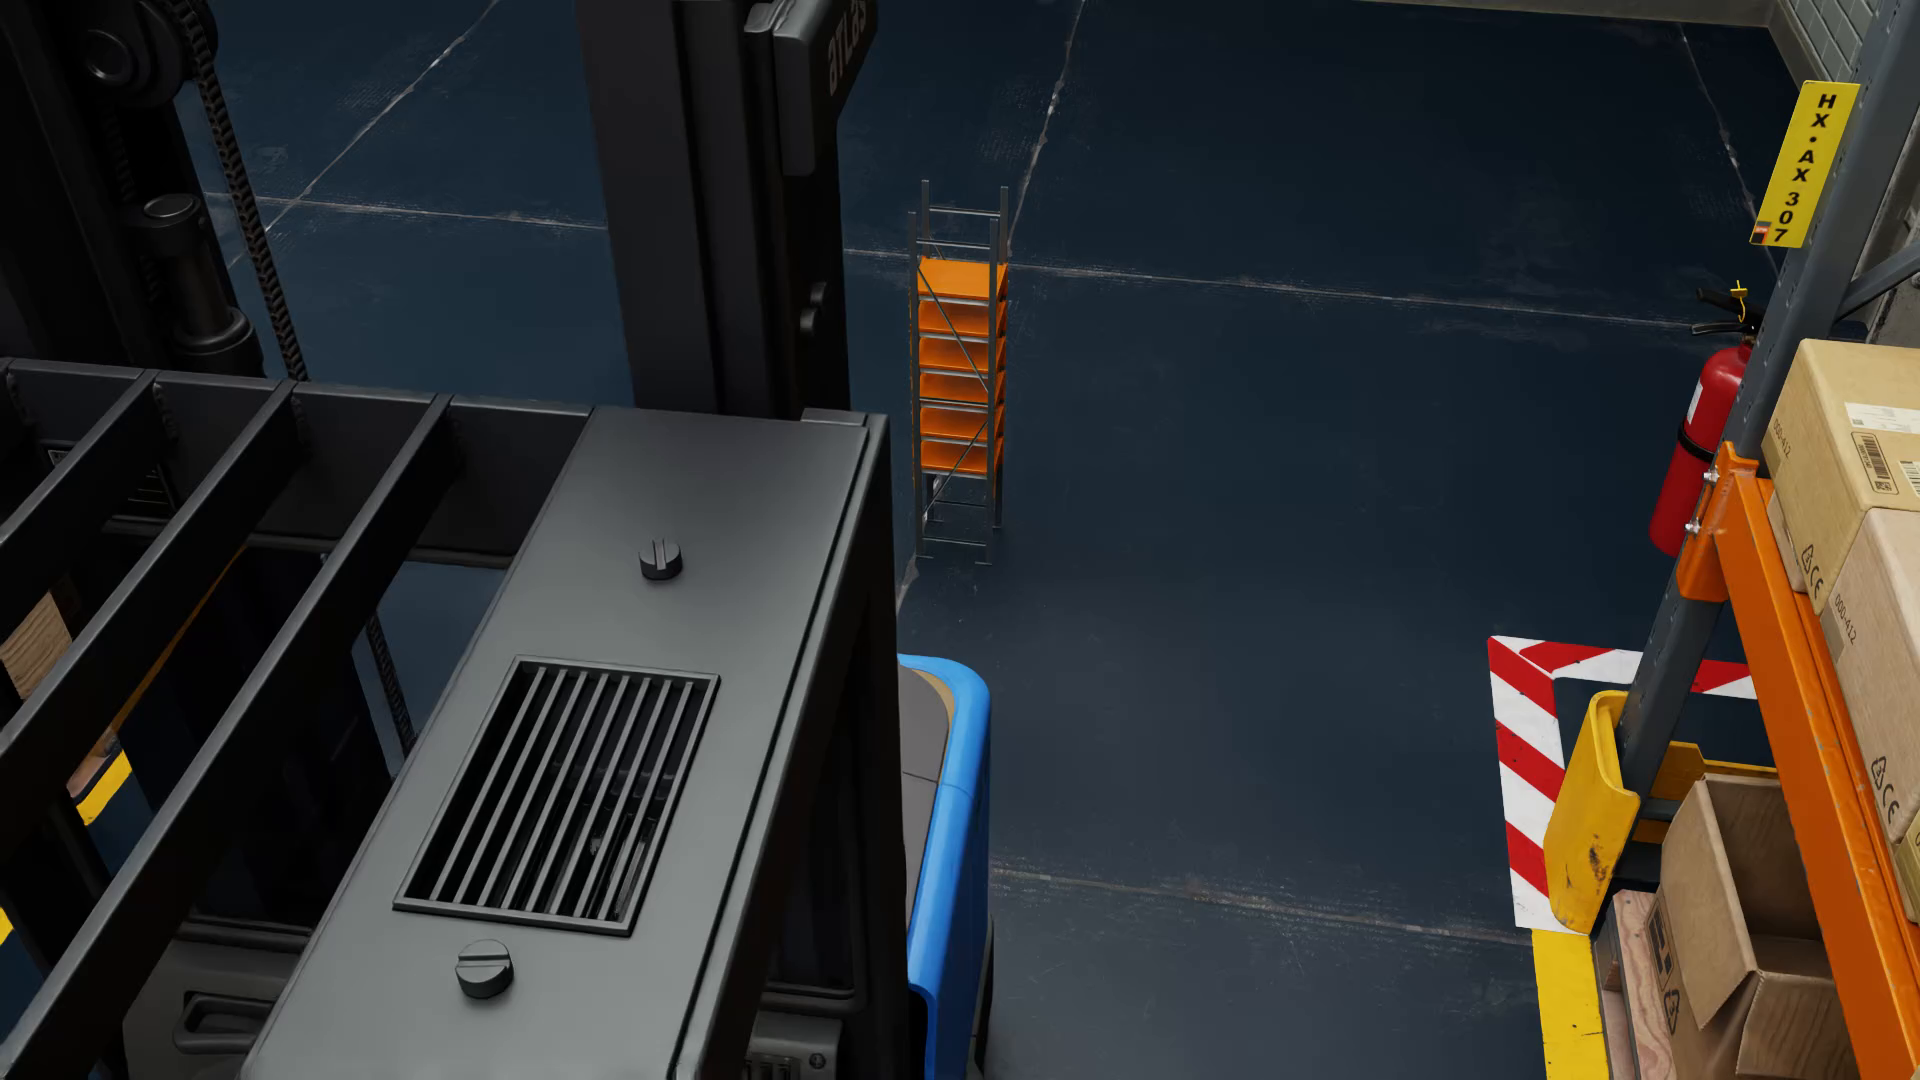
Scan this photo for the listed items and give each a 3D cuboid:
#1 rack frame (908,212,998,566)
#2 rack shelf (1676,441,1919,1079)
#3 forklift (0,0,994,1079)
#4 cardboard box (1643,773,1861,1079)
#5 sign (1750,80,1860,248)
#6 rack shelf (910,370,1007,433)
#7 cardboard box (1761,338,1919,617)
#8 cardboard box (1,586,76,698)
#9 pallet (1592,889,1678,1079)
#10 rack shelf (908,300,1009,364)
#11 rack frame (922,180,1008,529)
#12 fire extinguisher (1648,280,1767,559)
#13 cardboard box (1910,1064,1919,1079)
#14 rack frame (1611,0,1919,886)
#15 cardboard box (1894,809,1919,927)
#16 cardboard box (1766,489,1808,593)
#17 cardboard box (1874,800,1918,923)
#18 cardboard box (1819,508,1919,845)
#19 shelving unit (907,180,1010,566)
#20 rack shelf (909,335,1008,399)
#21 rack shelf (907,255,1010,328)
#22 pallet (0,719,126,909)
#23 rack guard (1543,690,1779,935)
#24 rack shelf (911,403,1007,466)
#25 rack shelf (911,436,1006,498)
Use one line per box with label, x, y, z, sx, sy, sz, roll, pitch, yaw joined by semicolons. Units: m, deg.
rack frame;-0.018;-0.396;4.787;0.240;1.200;0.006;6;40;8
rack shelf;1.734;1.243;1.957;1.077;0.370;4.000;6;40;8
forklift;-0.640;0.824;1.953;1.130;2.935;3.031;5;40;6
cardboard box;1.881;0.885;3.456;0.797;0.503;0.637;5;40;6
sign;1.545;-0.682;3.042;0.100;0.325;0.005;6;40;8
rack shelf;-0.002;-0.419;4.885;0.258;0.103;0.180;6;40;8
cardboard box;1.736;-0.091;2.890;0.500;0.250;0.500;7;40;8
cardboard box;-2.825;0.417;4.073;0.875;0.438;0.875;5;40;6
pallet;1.930;1.334;3.471;1.003;0.211;1.213;6;40;8
rack shelf;-0.002;-0.604;4.732;0.258;0.103;0.180;6;40;8
rack frame;0.013;-0.511;4.926;0.240;1.200;0.006;6;40;8
fire extinguisher;1.650;-0.259;3.562;0.296;0.674;0.183;6;40;8
cardboard box;1.481;0.787;2.141;0.380;0.149;0.250;5;40;6
rack frame;2.080;-0.289;3.246;1.000;3.000;0.127;6;40;8
cardboard box;1.564;0.544;2.122;0.500;0.250;0.500;6;40;7
cardboard box;1.753;-0.016;3.113;0.380;0.149;0.250;6;40;7
cardboard box;1.639;0.469;2.526;0.380;0.149;0.250;8;40;9
cardboard box;1.649;0.226;2.507;0.500;0.250;0.500;7;40;8
shelving unit;-0.002;-0.453;4.857;0.258;1.200;0.189;6;40;8
rack shelf;-0.002;-0.512;4.809;0.258;0.103;0.180;6;40;8
rack shelf;-0.002;-0.697;4.656;0.258;0.103;0.180;6;40;8
pallet;-2.871;0.751;4.176;1.003;0.211;1.213;6;40;8
rack guard;2.067;0.722;3.984;1.175;0.500;0.348;6;40;8
rack shelf;-0.003;-0.327;4.961;0.258;0.103;0.180;6;40;8
rack shelf;-0.003;-0.234;5.038;0.258;0.103;0.180;6;40;8
